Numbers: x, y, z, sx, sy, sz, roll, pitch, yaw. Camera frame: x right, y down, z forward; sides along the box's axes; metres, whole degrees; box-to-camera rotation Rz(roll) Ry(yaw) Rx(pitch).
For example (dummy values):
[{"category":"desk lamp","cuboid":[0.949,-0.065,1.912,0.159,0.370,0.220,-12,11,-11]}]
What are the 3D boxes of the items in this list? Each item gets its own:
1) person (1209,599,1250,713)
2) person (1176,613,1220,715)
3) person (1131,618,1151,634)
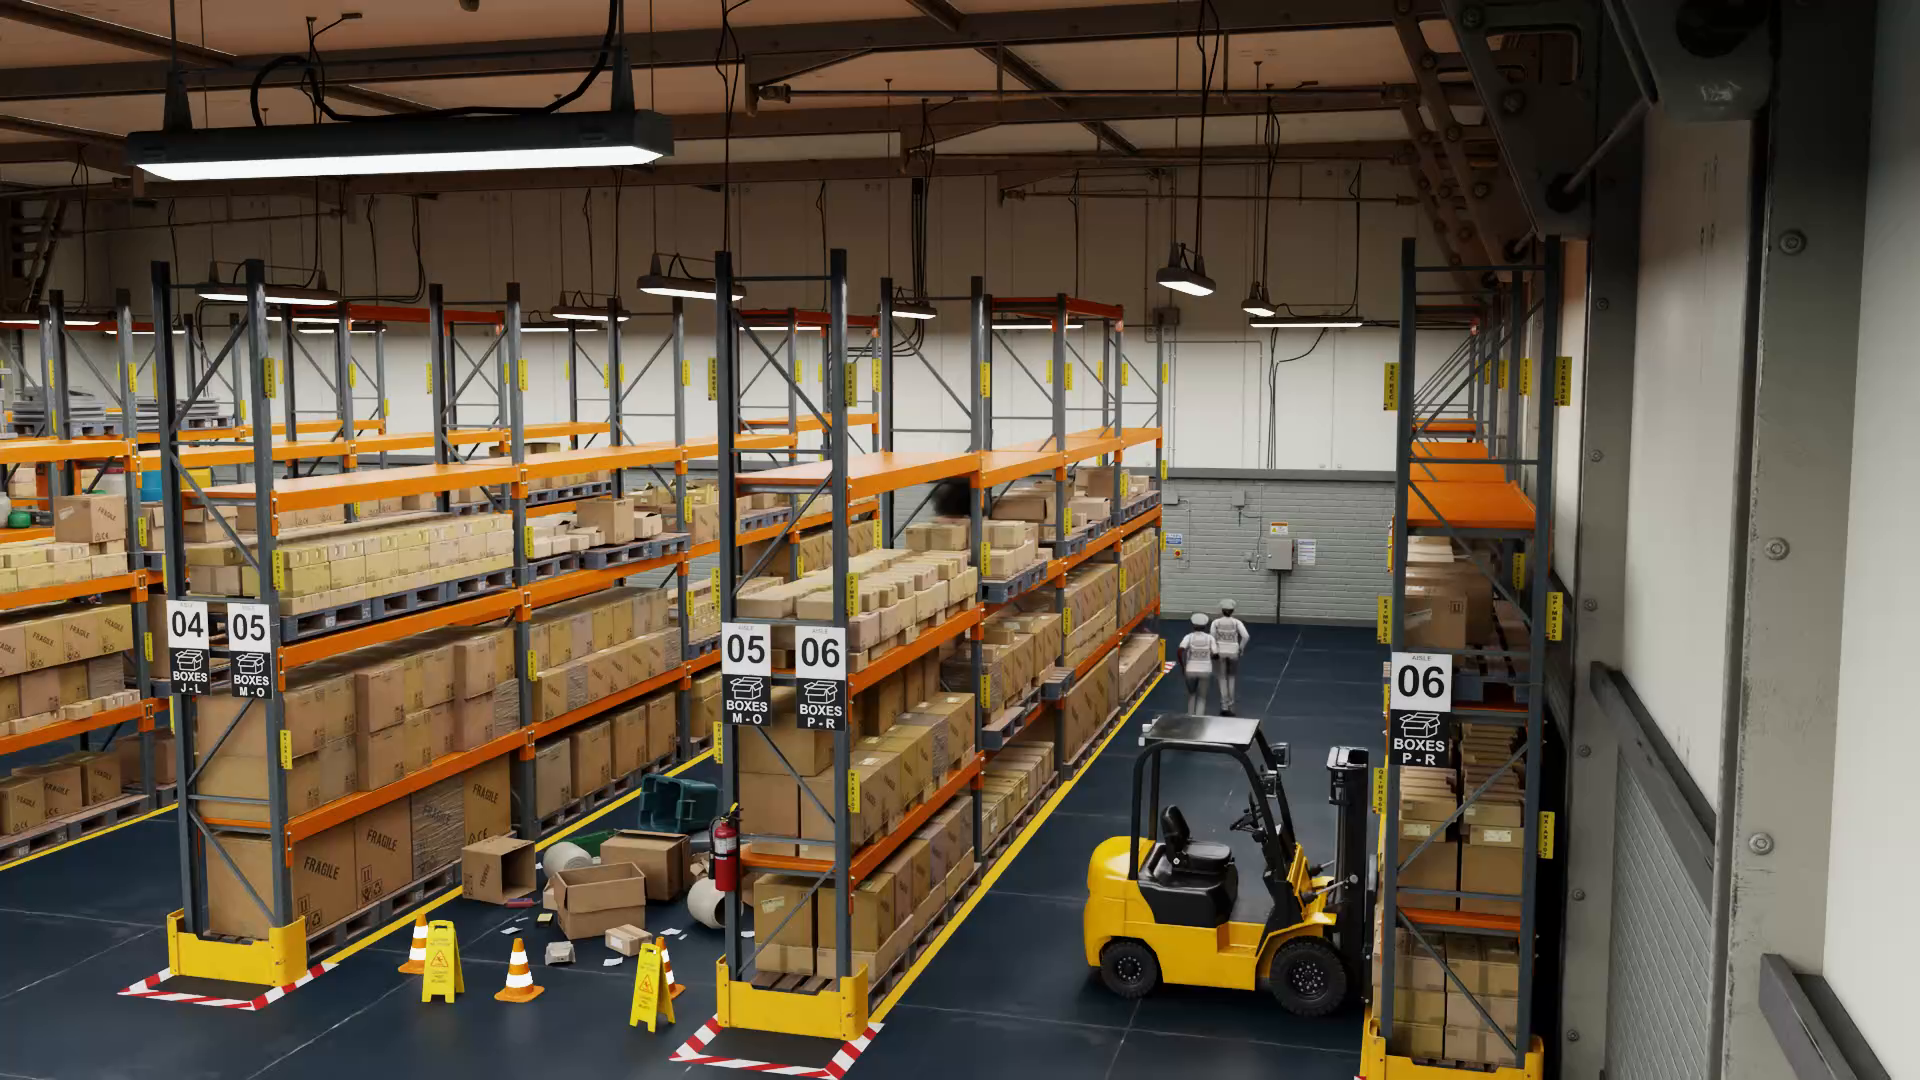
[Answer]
[{"category":"person","cuboid":[3.945,1.738,24.545,0.595,1.754,0.688,0,6,3]},{"category":"person","cuboid":[3.316,1.893,23.115,0.561,1.738,0.740,2,6,16]},{"category":"person","cuboid":[3.176,1.221,29.479,0.674,1.730,0.689,4,7,32]}]
